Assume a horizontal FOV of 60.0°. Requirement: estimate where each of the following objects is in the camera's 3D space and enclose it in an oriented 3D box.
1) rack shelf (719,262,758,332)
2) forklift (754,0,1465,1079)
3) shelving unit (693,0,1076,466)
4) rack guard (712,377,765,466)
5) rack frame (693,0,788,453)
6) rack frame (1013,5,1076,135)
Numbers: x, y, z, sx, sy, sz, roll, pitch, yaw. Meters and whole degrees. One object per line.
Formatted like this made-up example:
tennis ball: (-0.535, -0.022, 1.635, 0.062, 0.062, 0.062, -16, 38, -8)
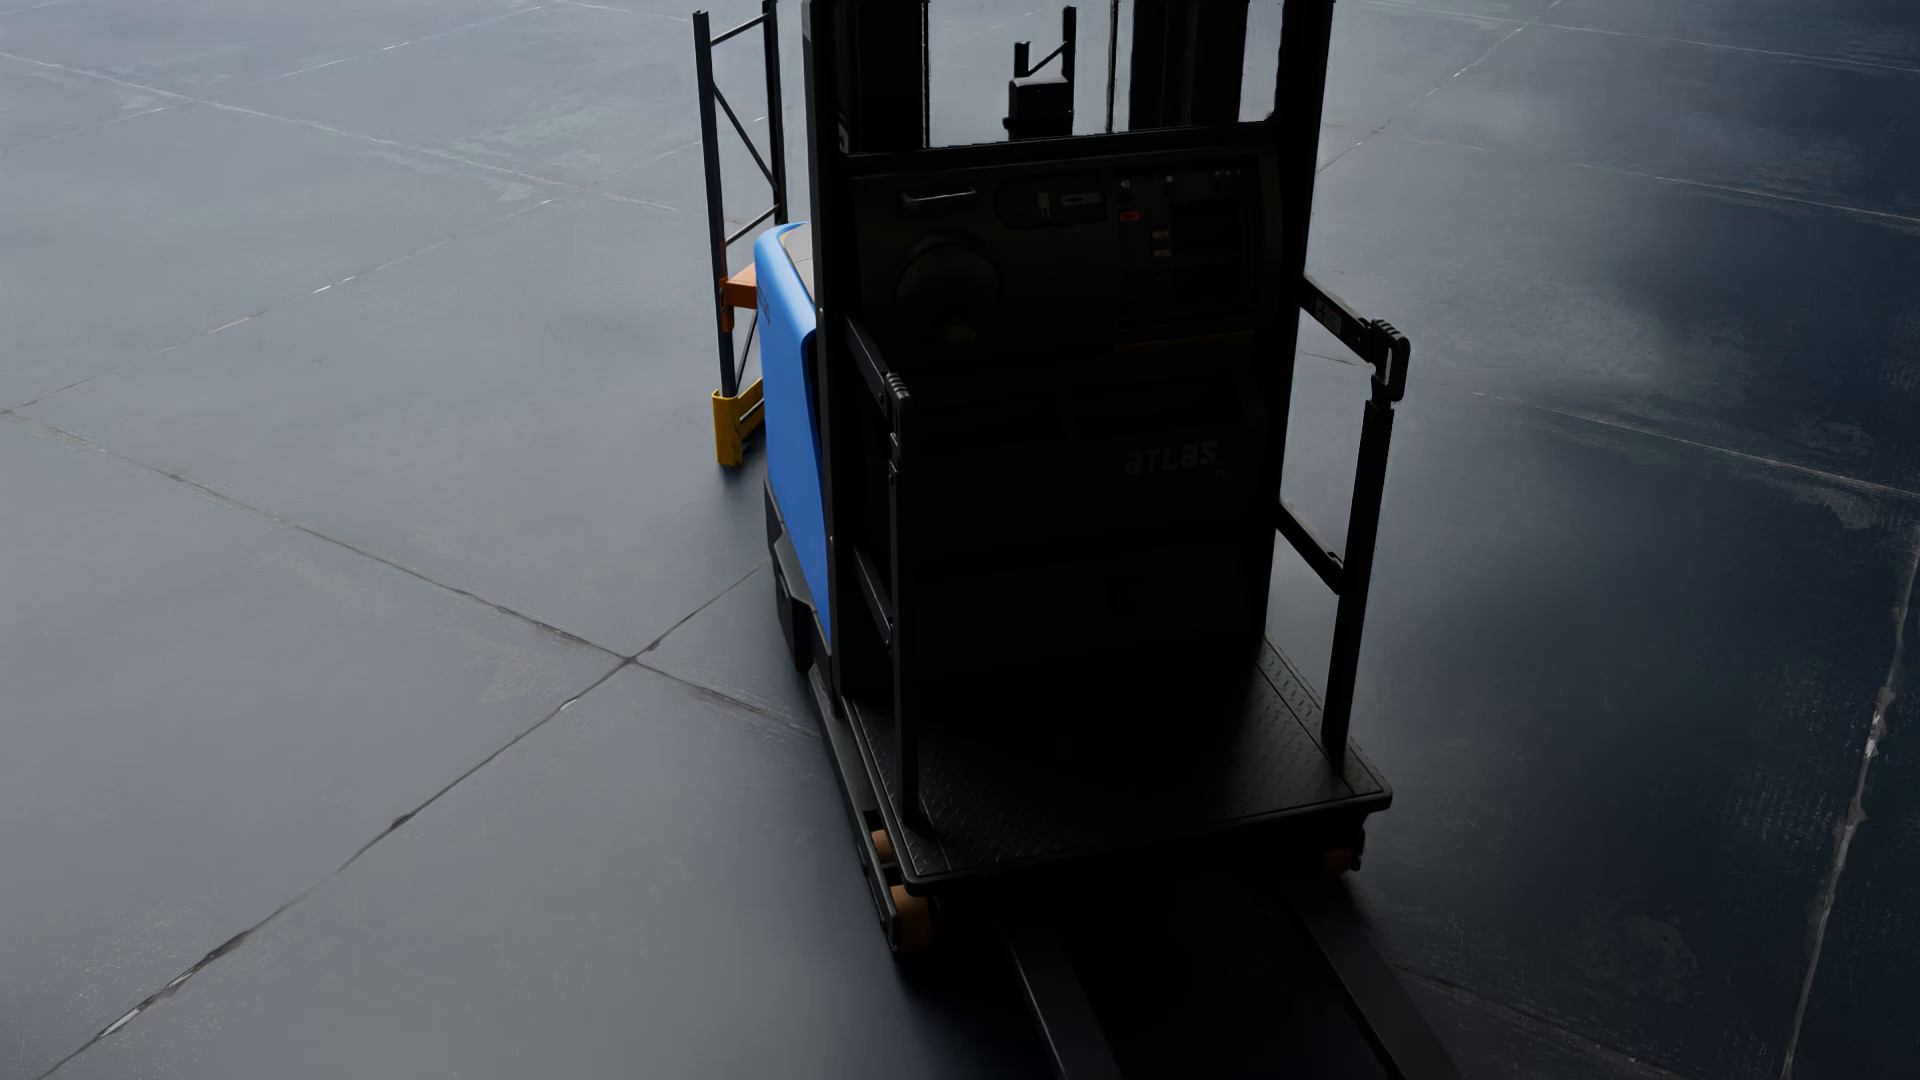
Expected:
rack shelf: (-0.224, -0.799, 5.489, 1.000, 0.185, 0.538, 11, 32, 18)
forklift: (0.295, -0.564, 3.309, 1.130, 2.935, 3.031, -8, 31, -13)
shelving unit: (-0.232, -0.956, 5.401, 1.083, 1.500, 0.587, 11, 32, 18)
rack guard: (-0.698, -0.505, 5.867, 0.087, 0.250, 0.587, 11, 32, 18)
rack frame: (-0.700, -1.045, 5.553, 0.032, 1.500, 0.500, 11, 32, 18)
rack frame: (0.252, -0.865, 5.244, 0.032, 1.500, 0.500, 11, 32, 18)
